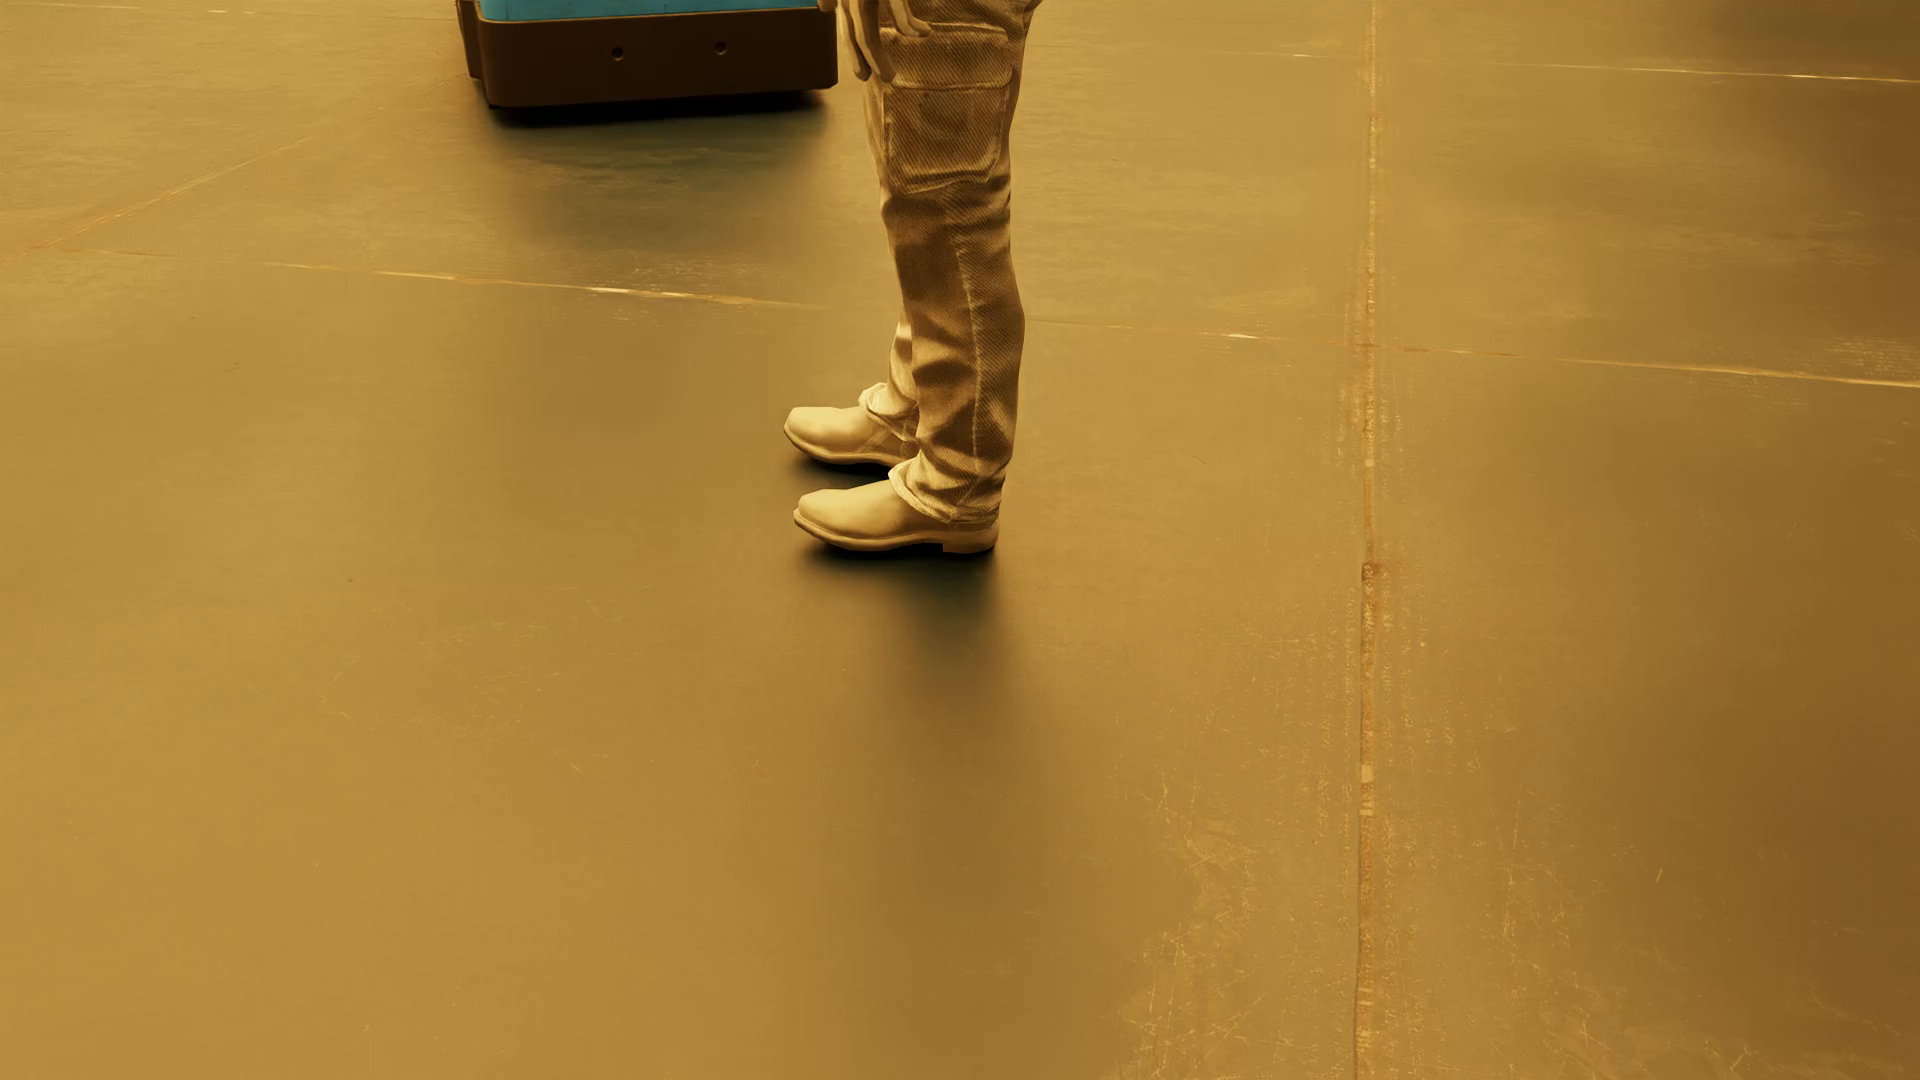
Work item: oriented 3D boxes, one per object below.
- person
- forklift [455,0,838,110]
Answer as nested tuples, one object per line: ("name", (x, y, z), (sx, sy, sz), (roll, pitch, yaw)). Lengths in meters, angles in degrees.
("person", (-0.069, -0.814, 2.117), (0.575, 1.785, 0.657), (6, 27, 11))
("forklift", (-1.297, -3.209, 5.607), (1.130, 2.935, 3.031), (-8, 28, -15))
